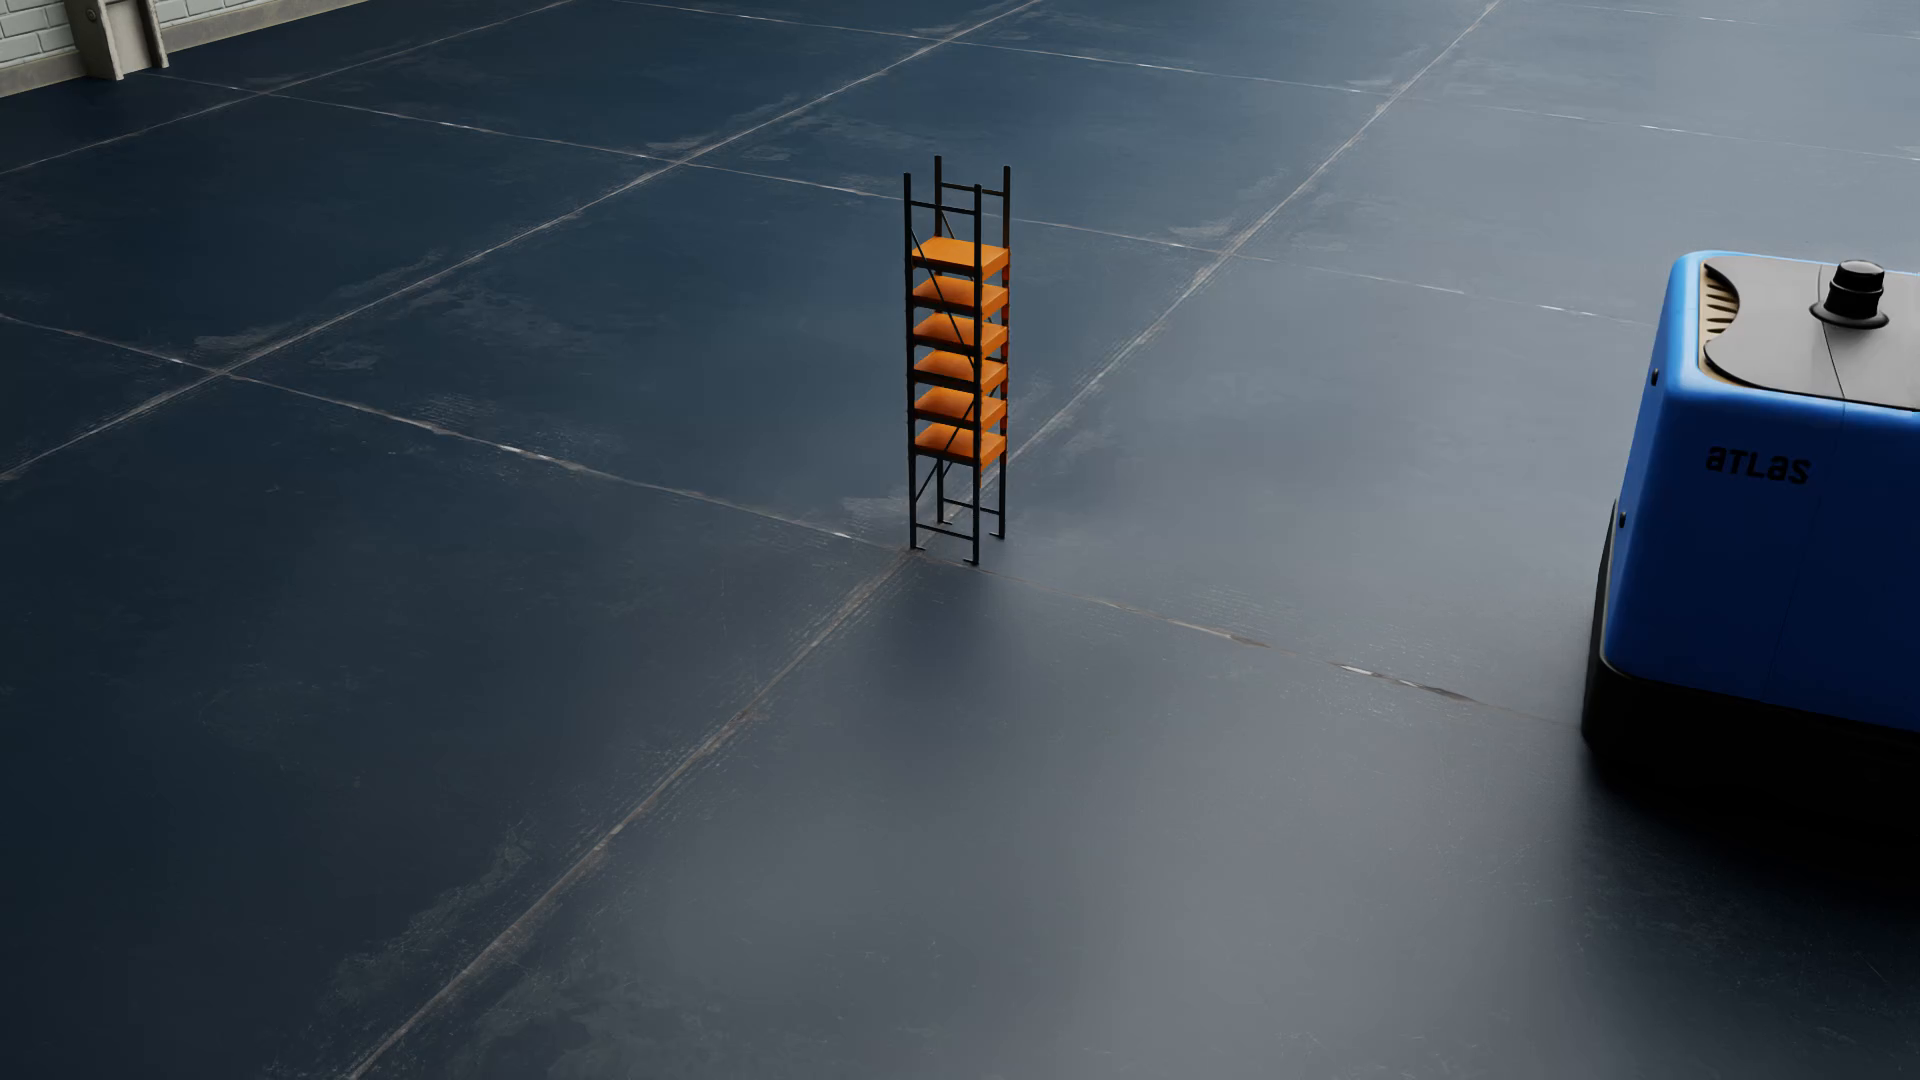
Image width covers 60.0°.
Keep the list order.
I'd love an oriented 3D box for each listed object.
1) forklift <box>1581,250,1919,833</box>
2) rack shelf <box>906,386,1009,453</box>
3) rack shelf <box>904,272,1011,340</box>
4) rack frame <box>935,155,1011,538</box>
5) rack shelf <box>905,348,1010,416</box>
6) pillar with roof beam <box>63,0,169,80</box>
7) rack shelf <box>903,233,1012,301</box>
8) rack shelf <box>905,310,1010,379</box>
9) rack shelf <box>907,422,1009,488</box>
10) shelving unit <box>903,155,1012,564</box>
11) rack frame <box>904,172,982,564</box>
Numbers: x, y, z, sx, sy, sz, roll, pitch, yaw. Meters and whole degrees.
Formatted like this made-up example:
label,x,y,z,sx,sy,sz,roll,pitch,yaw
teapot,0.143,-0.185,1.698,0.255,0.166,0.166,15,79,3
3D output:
label,x,y,z,sx,sy,sz,roll,pitch,yaw
forklift,3.155,-0.644,3.428,3.031,2.935,1.130,11,32,18
rack shelf,-0.007,-0.371,5.022,0.258,0.103,0.180,14,33,23
rack shelf,-0.007,-0.683,4.843,0.258,0.103,0.180,14,33,23
rack frame,0.035,-0.554,5.011,0.240,1.200,0.006,14,33,23
rack shelf,-0.007,-0.475,4.962,0.258,0.103,0.180,14,33,23
pillar with roof beam,-1.348,-5.845,6.392,9.100,9.000,0.400,14,33,23
rack shelf,-0.007,-0.788,4.783,0.258,0.103,0.180,14,33,23
rack shelf,-0.007,-0.579,4.902,0.258,0.103,0.180,14,33,23
rack shelf,-0.007,-0.267,5.082,0.258,0.103,0.180,14,33,23
shelving unit,-0.007,-0.514,4.940,0.258,1.200,0.189,14,33,23
rack frame,-0.048,-0.473,4.869,0.240,1.200,0.006,14,33,23
